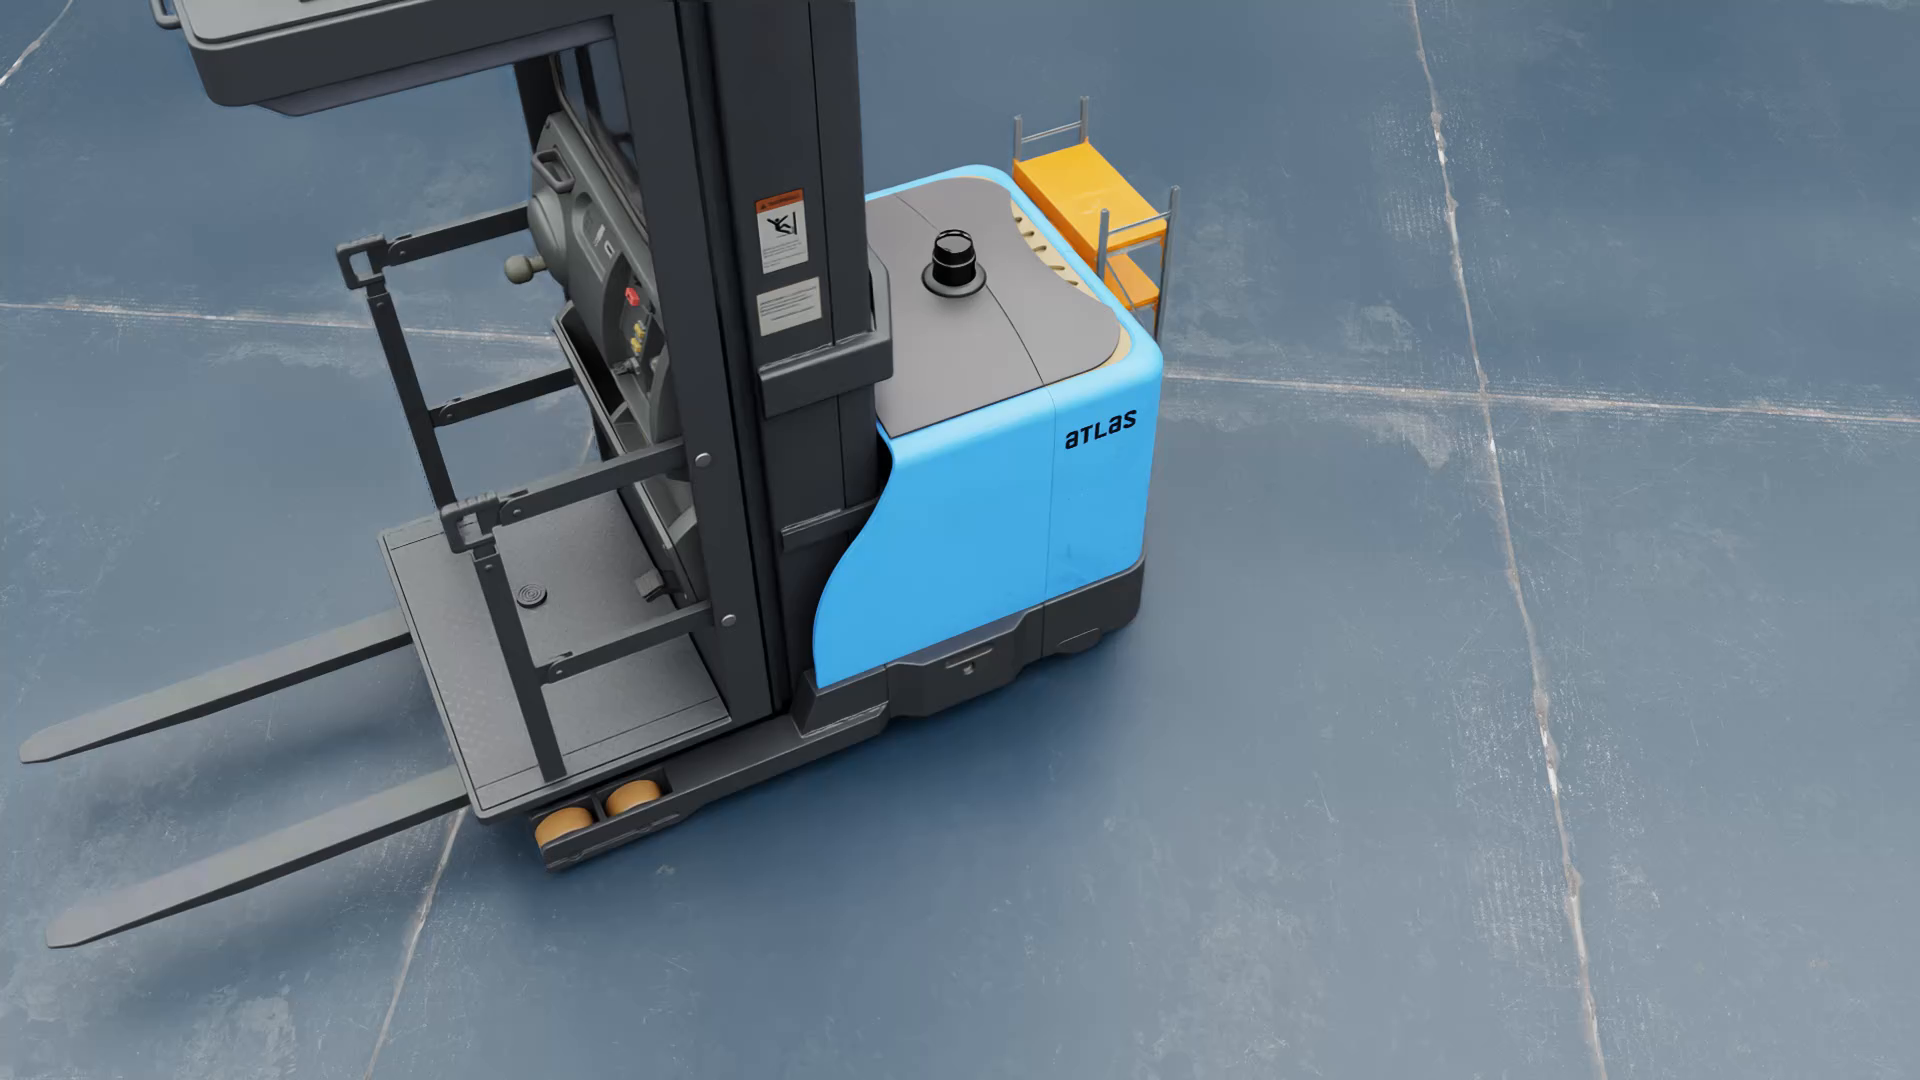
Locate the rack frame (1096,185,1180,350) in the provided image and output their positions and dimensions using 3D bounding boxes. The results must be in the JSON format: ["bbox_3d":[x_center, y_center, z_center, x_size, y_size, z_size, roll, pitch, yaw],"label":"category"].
[{"bbox_3d":[0.485,-0.511,4.904,0.240,1.200,0.015,-21,51,-18],"label":"rack frame"}]

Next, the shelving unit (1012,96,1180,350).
[{"bbox_3d":[0.373,-0.671,5.051,0.258,1.200,0.503,-21,51,-18],"label":"shelving unit"}]

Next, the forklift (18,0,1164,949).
[{"bbox_3d":[-1.014,-0.567,3.782,3.031,2.935,1.130,-20,51,-18],"label":"forklift"}]

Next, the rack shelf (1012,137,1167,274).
[{"bbox_3d":[0.373,-0.937,4.761,0.258,0.148,0.480,-21,51,-18],"label":"rack shelf"}]

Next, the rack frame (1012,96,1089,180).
[{"bbox_3d":[0.262,-0.832,5.197,0.240,1.200,0.015,-21,51,-18],"label":"rack frame"}]

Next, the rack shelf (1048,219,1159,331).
[{"bbox_3d":[0.373,-0.777,4.935,0.258,0.148,0.480,-21,51,-18],"label":"rack shelf"}]
